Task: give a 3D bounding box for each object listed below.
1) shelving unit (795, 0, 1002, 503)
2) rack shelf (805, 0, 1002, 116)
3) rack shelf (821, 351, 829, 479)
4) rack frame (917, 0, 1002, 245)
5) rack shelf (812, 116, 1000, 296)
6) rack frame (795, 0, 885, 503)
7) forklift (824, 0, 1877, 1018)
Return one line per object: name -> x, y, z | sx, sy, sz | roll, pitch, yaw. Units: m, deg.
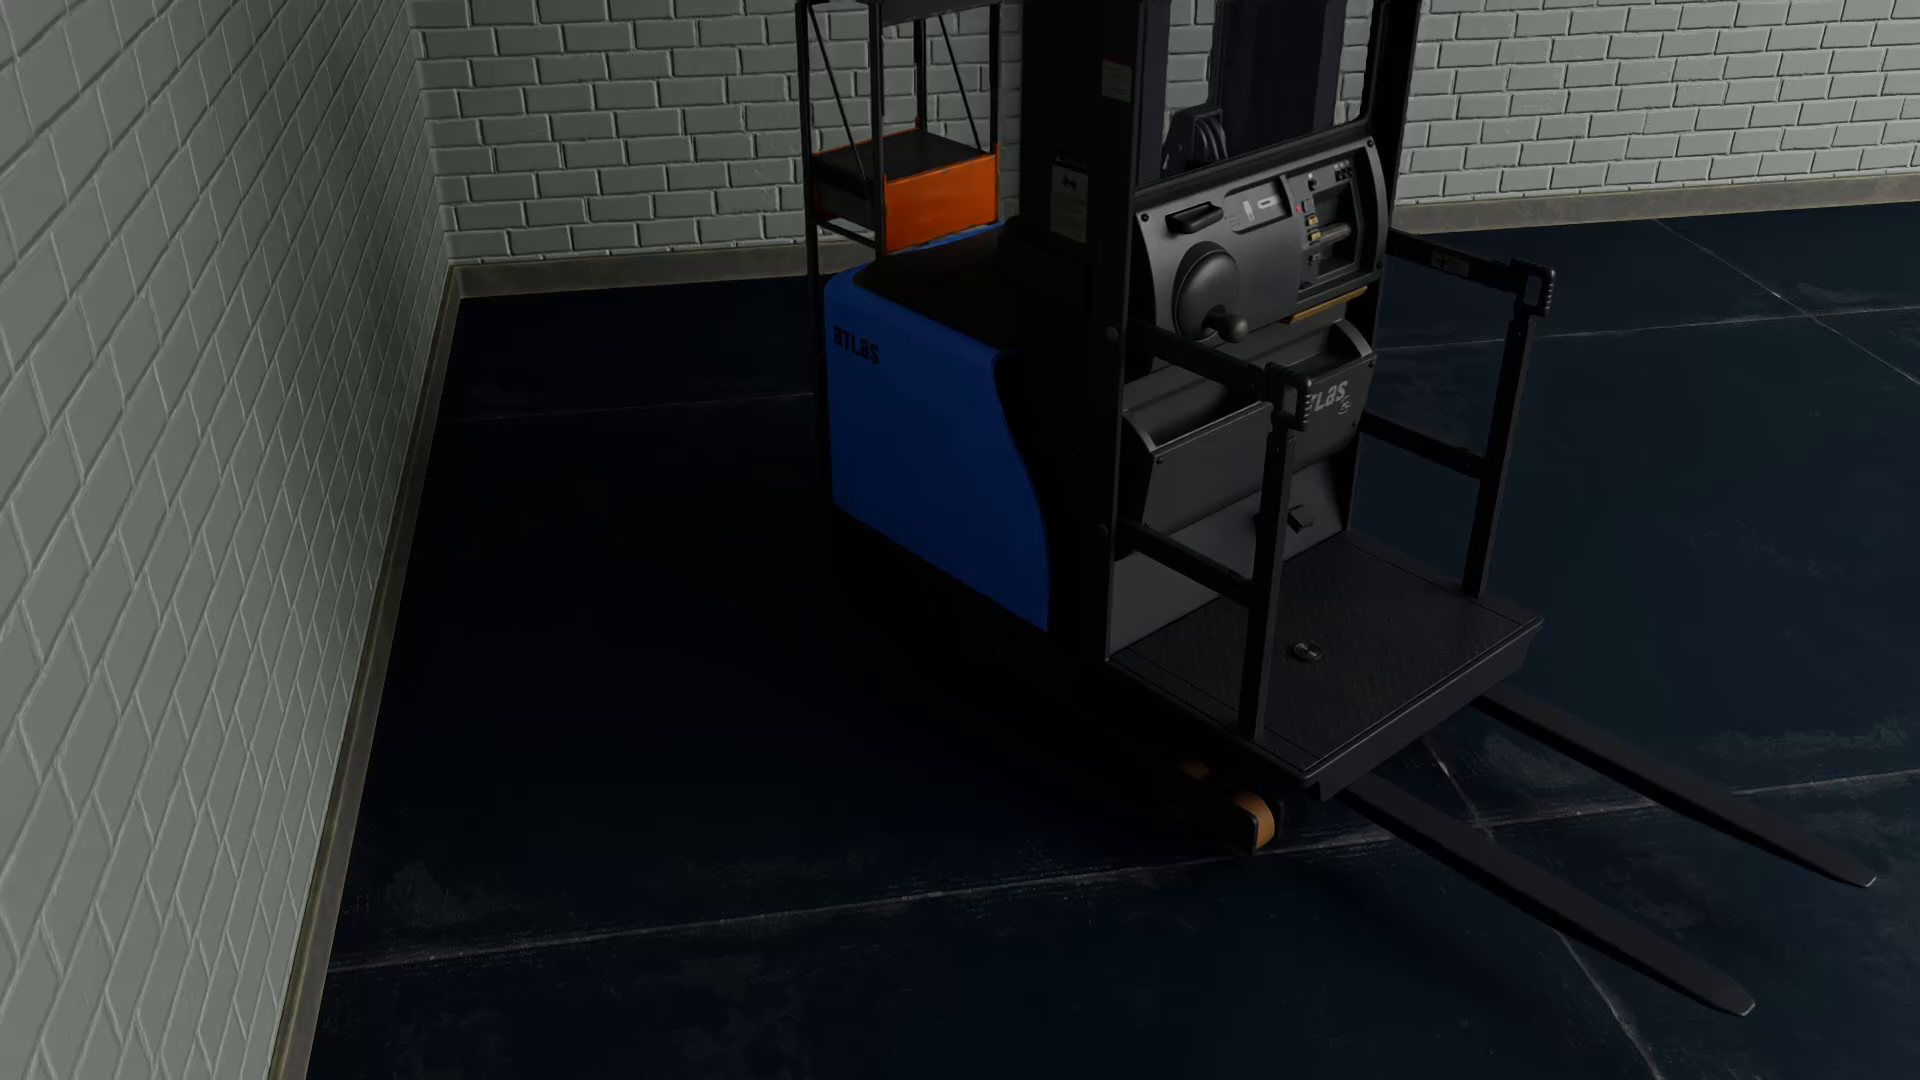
shelving unit -> -0.189, -1.066, 5.492 | 0.503, 2.100, 0.431 | -24, 38, -35
rack shelf -> -0.189, -1.658, 5.144 | 0.480, 0.518, 0.431 | -24, 38, -35
rack shelf -> -0.189, -0.451, 5.854 | 0.480, 0.518, 0.431 | -24, 38, -35
rack frame -> -0.007, -1.149, 5.632 | 0.015, 2.100, 0.400 | -24, 38, -35
rack shelf -> -0.189, -1.055, 5.499 | 0.480, 0.518, 0.431 | -24, 38, -35
rack frame -> -0.372, -0.984, 5.353 | 0.015, 2.100, 0.400 | -24, 38, -35
forklift -> 0.927, -0.734, 4.106 | 1.130, 2.935, 3.031 | -24, 38, -35
